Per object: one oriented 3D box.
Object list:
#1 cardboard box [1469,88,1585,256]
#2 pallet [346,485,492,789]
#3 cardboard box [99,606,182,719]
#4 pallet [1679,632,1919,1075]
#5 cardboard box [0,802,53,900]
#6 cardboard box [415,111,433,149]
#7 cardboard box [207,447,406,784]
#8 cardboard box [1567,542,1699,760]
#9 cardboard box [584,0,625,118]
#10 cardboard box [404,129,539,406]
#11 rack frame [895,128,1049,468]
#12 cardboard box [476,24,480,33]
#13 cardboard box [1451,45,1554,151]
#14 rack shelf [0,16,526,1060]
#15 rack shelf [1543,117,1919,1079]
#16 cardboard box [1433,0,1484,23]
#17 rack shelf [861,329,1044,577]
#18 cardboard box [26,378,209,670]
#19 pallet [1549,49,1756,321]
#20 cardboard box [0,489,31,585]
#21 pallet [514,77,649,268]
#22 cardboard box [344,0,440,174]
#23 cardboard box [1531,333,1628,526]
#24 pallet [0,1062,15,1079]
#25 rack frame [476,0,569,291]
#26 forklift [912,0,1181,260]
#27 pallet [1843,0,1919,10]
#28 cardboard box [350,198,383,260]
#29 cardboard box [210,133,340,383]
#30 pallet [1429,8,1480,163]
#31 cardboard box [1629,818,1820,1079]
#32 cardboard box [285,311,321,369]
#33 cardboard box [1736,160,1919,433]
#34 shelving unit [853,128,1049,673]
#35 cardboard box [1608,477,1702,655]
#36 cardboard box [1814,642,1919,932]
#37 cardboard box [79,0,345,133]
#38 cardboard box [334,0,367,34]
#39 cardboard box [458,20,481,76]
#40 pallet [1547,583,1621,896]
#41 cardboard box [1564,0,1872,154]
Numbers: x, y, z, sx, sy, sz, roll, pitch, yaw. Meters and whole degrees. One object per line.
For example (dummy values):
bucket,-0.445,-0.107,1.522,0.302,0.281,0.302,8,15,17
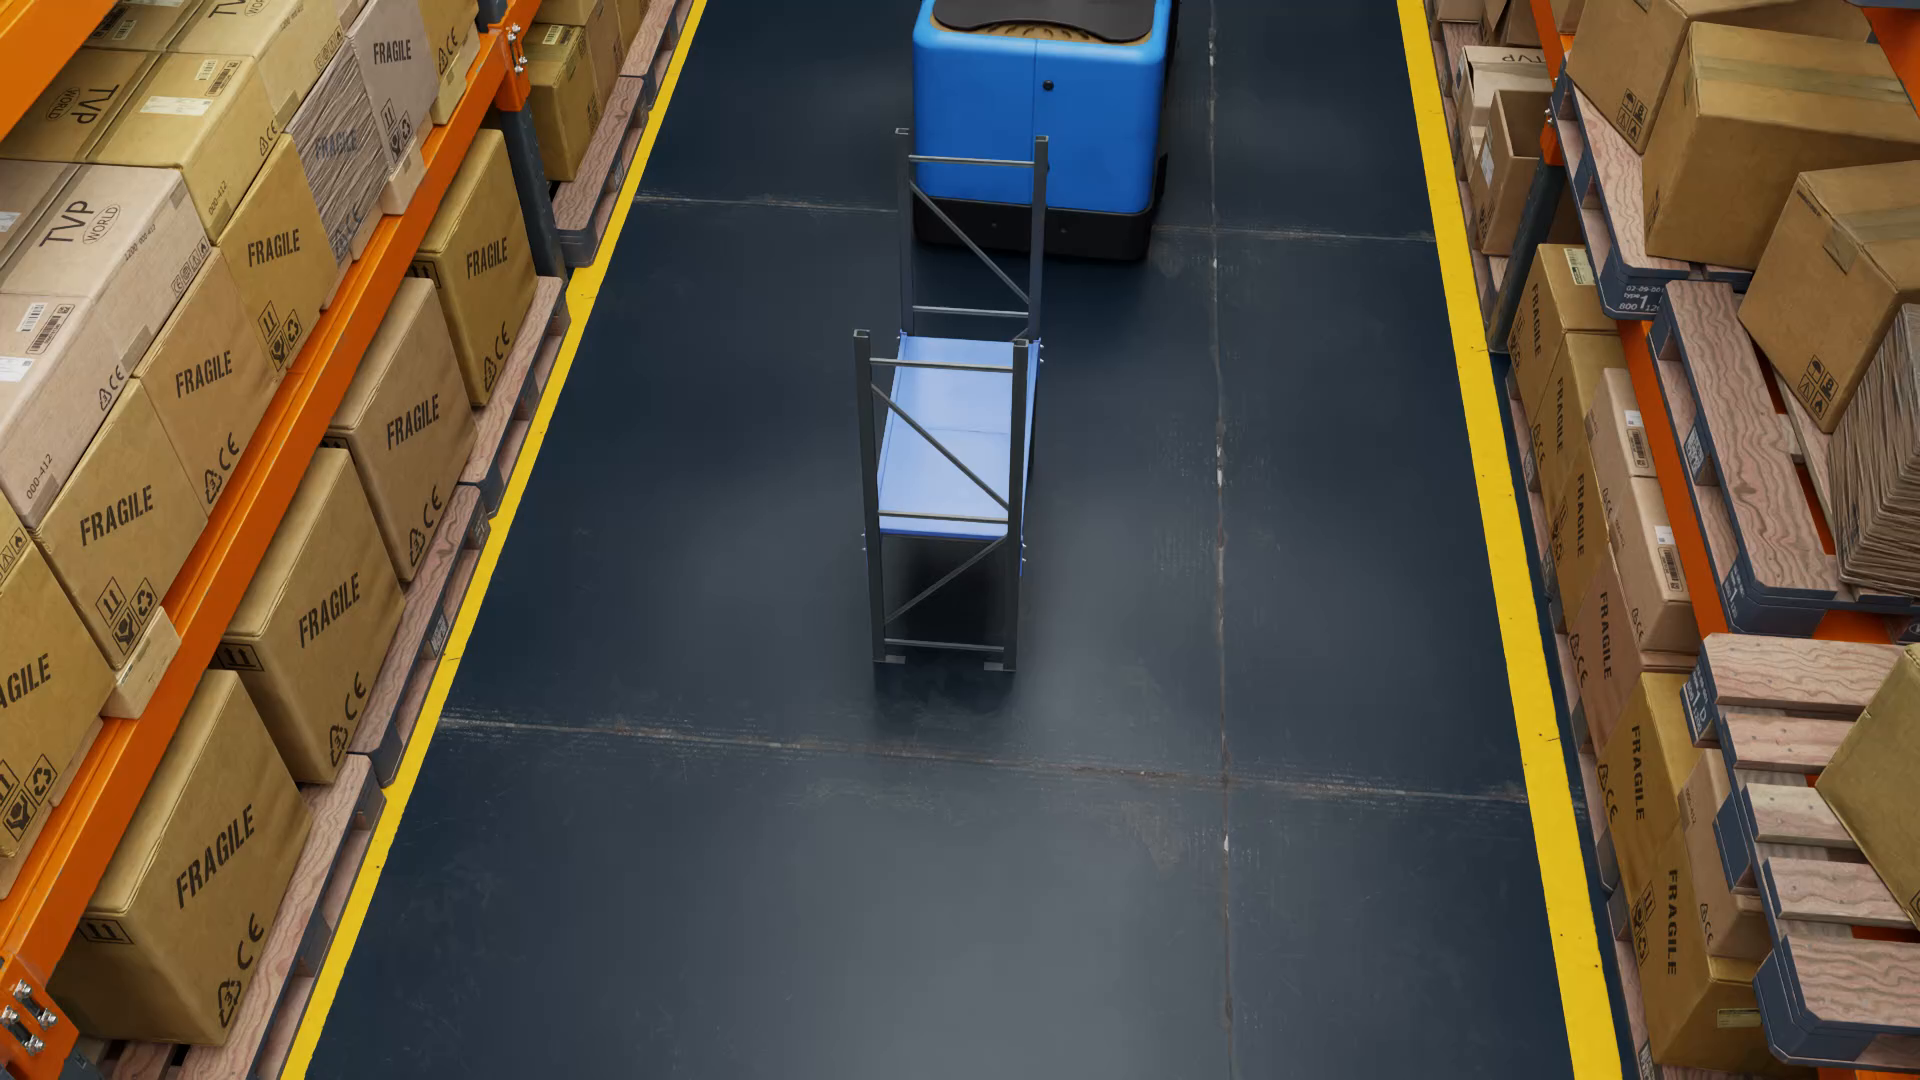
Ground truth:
cardboard box,2.487,-1.544,7.026,0.500,0.500,0.500,4,48,4
pallet,-2.320,0.280,5.851,1.003,0.211,1.213,4,48,4
cardboard box,-2.180,0.285,4.113,0.380,0.149,0.250,5,48,5
pallet,2.345,0.700,3.707,1.213,0.211,1.003,4,48,4
cardboard box,-2.320,0.659,3.771,0.380,0.149,0.250,3,48,3
cardboard box,-2.033,-1.412,5.666,0.380,0.149,0.250,5,48,5
cardboard box,-2.297,0.216,5.192,0.750,0.750,0.750,4,48,3
cardboard box,2.293,0.363,5.281,0.500,0.500,0.500,2,48,2
cardboard box,-1.997,-2.342,7.768,0.700,0.500,0.500,3,48,3
cardboard box,-2.146,-1.062,6.361,0.750,0.750,0.750,4,48,4
rack frame,0.039,-0.817,5.981,0.500,1.500,0.032,4,48,4
cardboard box,-2.257,-2.099,7.106,0.380,0.149,0.250,4,48,3
cardboard box,2.555,-2.032,7.599,0.500,0.311,0.500,4,48,4
rack shelf,-2.398,-0.420,5.089,1.077,0.370,4.000,4,48,4
rack shelf,2.535,-0.089,4.786,1.077,0.370,4.000,4,48,4
cardboard box,2.659,-2.846,8.386,0.500,0.250,0.500,4,48,4
rack shelf,-0.008,-0.322,5.772,0.538,0.185,1.000,4,48,4
cardboard box,-2.225,-0.058,3.987,0.500,0.500,0.500,5,48,5
pallet,2.536,-1.157,5.406,1.003,0.211,1.213,4,48,4
cardboard box,-2.280,0.076,3.357,0.500,0.250,0.500,5,48,4
pallet,-2.069,-1.744,7.703,1.003,0.211,1.213,4,48,4
cardboard box,-2.044,-1.541,5.344,0.500,0.500,0.500,4,48,4
cardboard box,2.393,-0.375,5.956,0.500,0.500,0.500,4,48,4
pallet,-2.540,1.403,3.064,1.213,0.211,1.003,4,48,4
rack frame,-2.216,-2.132,6.167,1.000,3.000,0.127,4,48,4
forklift,0.519,-3.314,7.295,1.130,2.935,3.031,6,48,6
pallet,2.496,-1.514,3.696,1.213,0.211,1.003,4,48,4
cardboard box,-2.087,-1.039,5.324,0.380,0.149,0.250,4,48,4
cardboard box,-2.139,-0.805,4.671,0.500,0.500,0.500,5,48,5
pallet,2.889,-2.264,8.178,1.003,0.211,1.213,4,48,4
cardboard box,2.204,1.130,4.580,0.500,0.500,0.500,6,48,5
cardboard box,-2.160,-0.662,4.979,0.380,0.149,0.250,5,48,5
cardboard box,2.618,-0.675,4.482,0.700,0.500,0.500,-7,48,-6
shelving unit,-0.008,-0.443,5.639,0.538,1.500,1.048,4,48,4
cardboard box,2.294,0.083,5.029,0.500,0.250,0.500,3,48,3
cardboard box,2.298,0.492,3.415,0.700,0.500,0.500,-11,48,-10
cardboard box,-2.107,-1.416,4.721,0.500,0.250,0.500,5,48,4
cardboard box,-2.060,-1.791,5.064,0.500,0.250,0.500,5,48,4
cardboard box,-1.965,-1.787,6.008,0.380,0.149,0.250,4,48,4
pallet,2.572,0.639,5.523,1.003,0.211,1.213,4,48,4
cardboard box,2.451,-1.644,5.369,0.700,0.500,0.500,-11,48,-10
